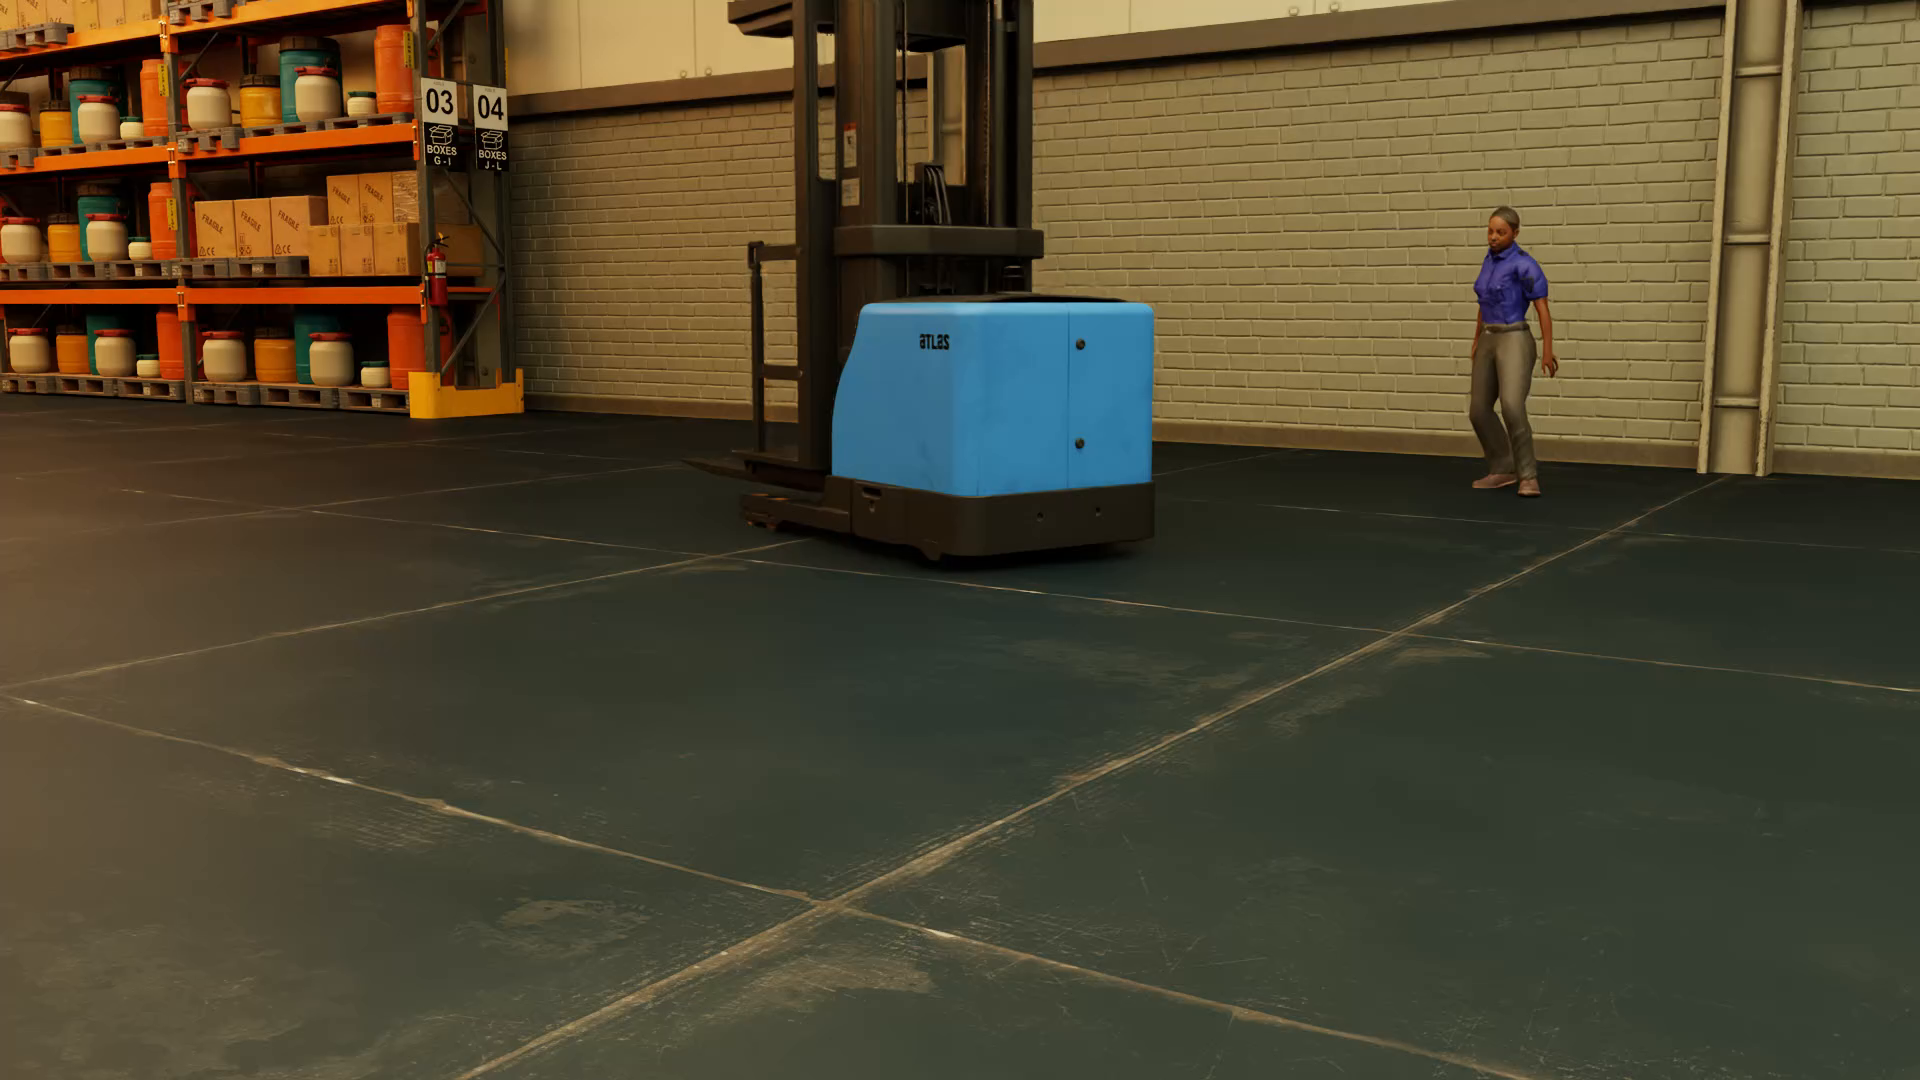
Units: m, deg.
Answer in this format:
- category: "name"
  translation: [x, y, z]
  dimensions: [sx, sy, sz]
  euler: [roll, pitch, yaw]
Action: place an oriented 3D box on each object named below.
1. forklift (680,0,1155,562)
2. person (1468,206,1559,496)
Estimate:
- category: "forklift"
  translation: [-0.410, -1.526, 7.922]
  dimensions: [1.130, 2.935, 3.031]
  euler: [-6, 10, -34]
- category: "person"
  translation: [3.155, -1.084, 9.550]
  dimensions: [0.394, 1.626, 0.802]
  euler: [-3, 9, -20]
